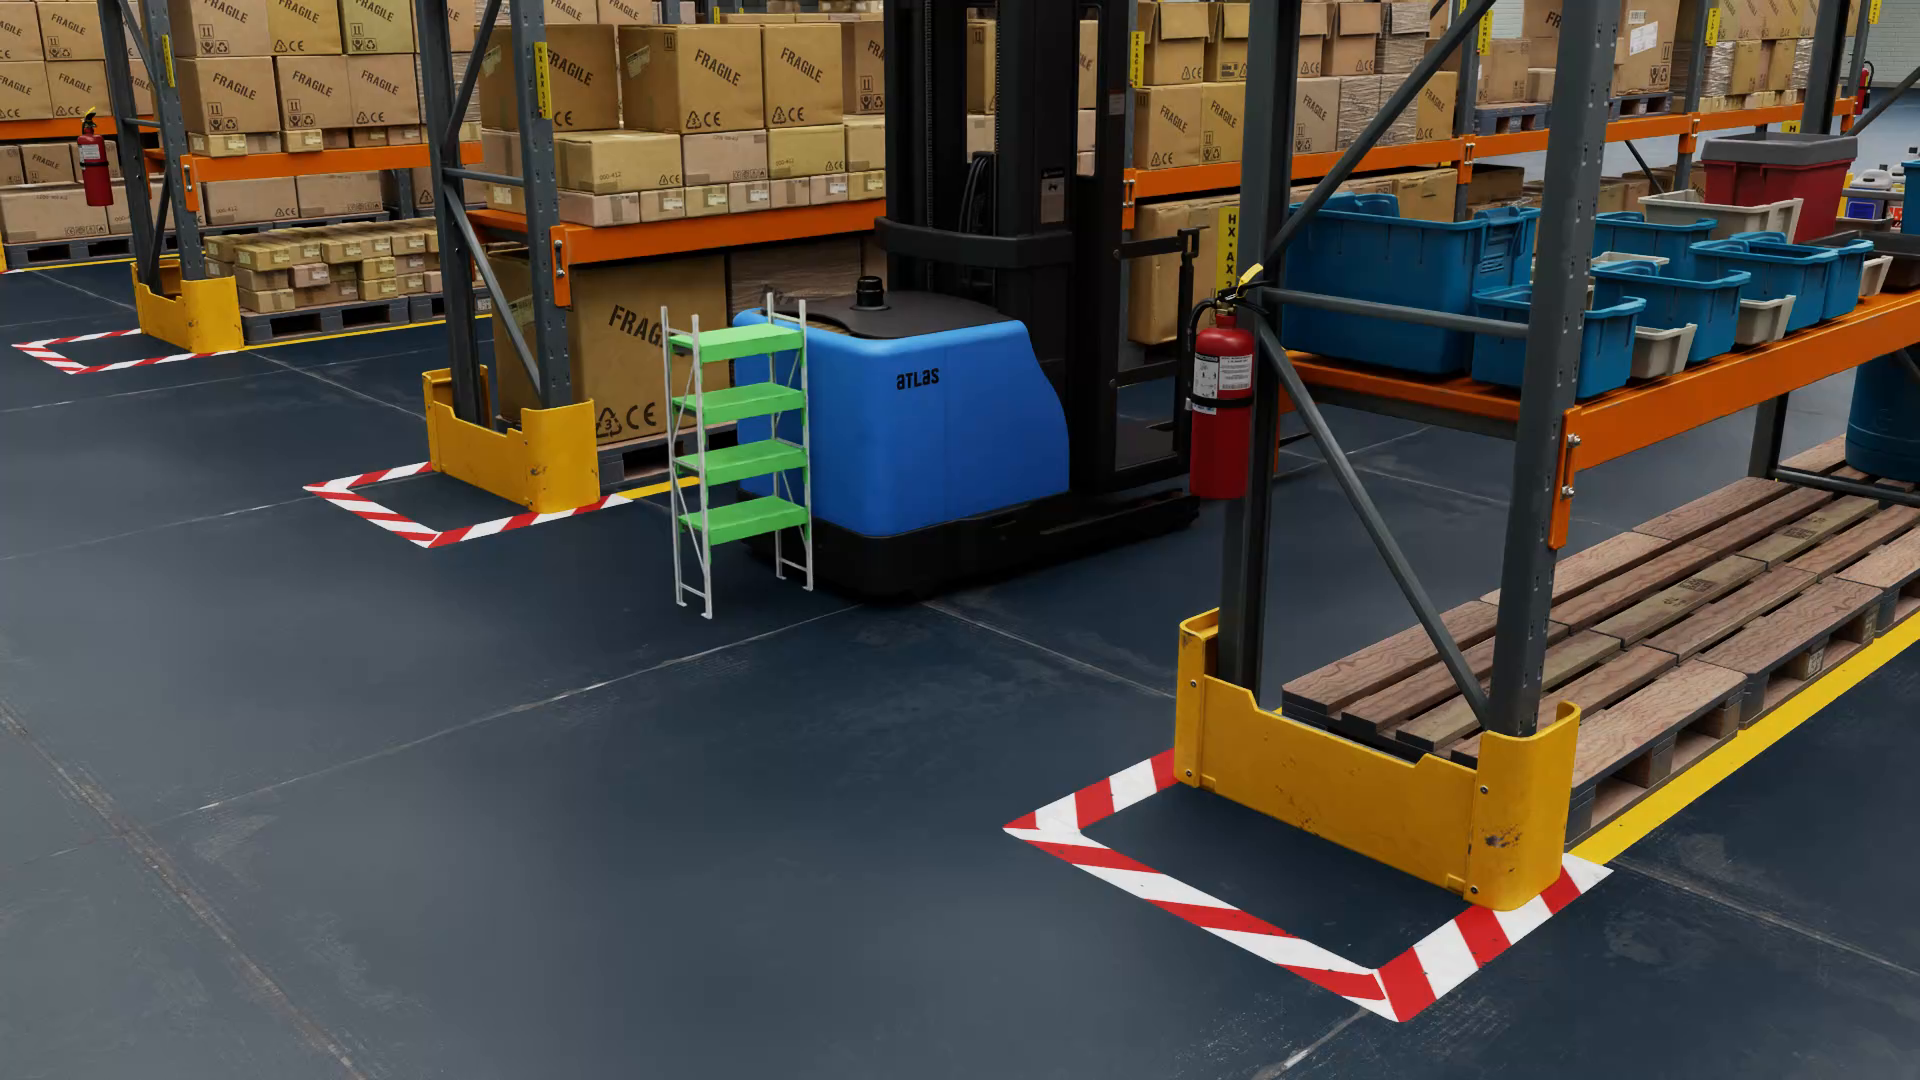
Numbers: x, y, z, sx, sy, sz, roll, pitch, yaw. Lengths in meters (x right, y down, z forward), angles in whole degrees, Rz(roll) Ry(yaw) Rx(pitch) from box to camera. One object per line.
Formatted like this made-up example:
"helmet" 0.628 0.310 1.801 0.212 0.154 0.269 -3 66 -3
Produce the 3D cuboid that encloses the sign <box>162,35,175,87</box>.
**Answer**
"sign" -5.188 -3.137 10.892 0.005 0.325 0.100 -16 24 -41

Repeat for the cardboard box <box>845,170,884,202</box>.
"cardboard box" -0.625 -1.922 8.955 0.250 0.149 0.380 -17 25 -42

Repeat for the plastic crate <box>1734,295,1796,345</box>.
"plastic crate" 2.365 -0.678 5.044 0.298 0.136 0.250 -16 24 -41

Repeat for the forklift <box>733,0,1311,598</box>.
"forklift" 0.475 -1.521 7.423 3.031 2.935 1.130 -15 23 -38

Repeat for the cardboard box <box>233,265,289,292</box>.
"cardboard box" -5.003 -1.885 11.894 0.250 0.149 0.380 -15 23 -39

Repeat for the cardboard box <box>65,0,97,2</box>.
"cardboard box" -7.999 -4.940 15.022 0.380 0.149 0.250 17 25 42

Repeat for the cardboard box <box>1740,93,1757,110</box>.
"cardboard box" 7.594 -4.323 16.362 0.250 0.149 0.380 -16 24 -41

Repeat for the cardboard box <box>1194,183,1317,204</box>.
"cardboard box" 1.780 -2.080 11.800 1.225 0.875 0.875 17 24 42

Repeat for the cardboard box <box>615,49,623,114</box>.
"cardboard box" -2.811 -3.717 13.442 0.500 0.500 0.500 -16 24 -41

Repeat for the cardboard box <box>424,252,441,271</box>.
"cardboard box" -4.091 -2.176 12.793 0.250 0.149 0.380 -15 23 -38

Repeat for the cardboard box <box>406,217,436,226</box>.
"cardboard box" -4.200 -2.469 13.212 0.250 0.149 0.380 -16 24 -41

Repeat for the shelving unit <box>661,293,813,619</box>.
"shelving unit" -0.872 -0.340 6.585 0.503 1.200 0.258 -15 23 -38

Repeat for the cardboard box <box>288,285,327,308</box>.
"cardboard box" -4.826 -1.803 12.124 0.250 0.149 0.380 -16 24 -41

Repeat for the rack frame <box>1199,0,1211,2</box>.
"rack frame" 3.159 -5.389 19.243 0.127 3.000 1.000 -16 24 -41

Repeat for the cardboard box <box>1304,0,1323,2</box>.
"cardboard box" 3.770 -6.187 19.711 0.550 0.550 0.875 -16 24 -41

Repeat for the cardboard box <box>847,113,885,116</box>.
"cardboard box" -0.578 -2.375 9.708 0.500 0.250 0.500 -16 24 -39

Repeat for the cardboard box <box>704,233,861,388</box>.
"cardboard box" -1.155 -1.249 9.237 0.875 0.875 0.875 -16 24 -41

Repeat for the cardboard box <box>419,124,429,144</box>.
"cardboard box" -4.001 -3.064 12.479 0.250 0.149 0.380 -15 23 -39

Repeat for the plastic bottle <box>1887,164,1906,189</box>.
"plastic bottle" 4.413 -1.625 7.836 0.135 0.276 0.152 -16 24 -41

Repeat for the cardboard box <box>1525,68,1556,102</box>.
"cardboard box" 4.963 -3.841 14.029 0.500 0.250 0.500 17 25 42

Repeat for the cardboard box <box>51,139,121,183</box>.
"cardboard box" -10.536 -4.557 20.049 0.700 0.500 0.500 17 24 42

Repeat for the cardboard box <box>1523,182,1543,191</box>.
"cardboard box" 5.267 -2.936 15.015 0.700 0.500 0.500 15 23 39

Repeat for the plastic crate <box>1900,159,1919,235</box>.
"plastic crate" 3.978 -1.297 6.549 0.575 0.384 0.392 -16 24 -41

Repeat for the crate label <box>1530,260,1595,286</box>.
"crate label" 2.051 -0.843 5.551 0.243 0.136 0.396 -16 24 -41

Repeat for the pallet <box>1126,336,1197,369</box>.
"pallet" 1.189 -1.415 11.507 1.213 0.211 1.003 -16 24 -41

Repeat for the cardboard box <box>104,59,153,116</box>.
"cardboard box" -7.758 -4.236 15.526 0.500 0.500 0.500 -16 24 -41

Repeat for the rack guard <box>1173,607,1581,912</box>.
"rack guard" 1.168 0.594 4.844 0.348 0.500 1.175 -16 24 -41

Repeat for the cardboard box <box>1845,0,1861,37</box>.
"cardboard box" 9.170 -5.597 17.617 0.500 0.500 0.500 -16 24 -41

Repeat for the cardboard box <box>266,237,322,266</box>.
"cardboard box" -4.829 -2.093 12.055 0.250 0.149 0.380 -16 24 -40

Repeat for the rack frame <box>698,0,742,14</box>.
"rack frame" -3.728 -7.589 26.027 0.127 3.000 1.000 -16 24 -41

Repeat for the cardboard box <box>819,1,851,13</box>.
"cardboard box" -1.619 -6.901 21.528 0.250 0.149 0.380 -15 23 -38

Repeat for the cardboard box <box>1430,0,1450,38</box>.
"cardboard box" 5.769 -6.752 21.452 0.550 0.550 0.875 -16 24 -41

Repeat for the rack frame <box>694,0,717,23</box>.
"rack frame" -3.222 -5.630 19.984 0.127 3.000 1.000 -16 24 -41

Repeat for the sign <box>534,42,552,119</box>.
"sign" -1.849 -2.037 7.373 0.005 0.325 0.100 -16 24 -41

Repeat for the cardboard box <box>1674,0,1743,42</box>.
"cardboard box" 6.995 -4.959 15.652 0.500 0.500 0.500 -16 24 -41

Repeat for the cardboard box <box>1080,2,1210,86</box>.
"cardboard box" 1.139 -3.223 10.773 0.637 0.503 0.797 -17 25 -42

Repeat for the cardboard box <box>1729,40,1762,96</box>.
"cardboard box" 7.250 -4.625 16.241 0.500 0.500 0.875 -16 24 -41

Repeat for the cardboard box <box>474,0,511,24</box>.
"cardboard box" -3.563 -3.983 12.639 0.500 0.500 0.500 -15 24 -39

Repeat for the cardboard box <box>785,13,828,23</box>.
"cardboard box" -1.981 -6.288 20.689 0.500 0.500 0.500 -16 24 -40

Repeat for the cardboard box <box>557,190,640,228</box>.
"cardboard box" -1.741 -1.595 7.949 0.250 0.149 0.380 -16 24 -40

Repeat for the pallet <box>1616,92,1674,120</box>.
"pallet" 5.838 -4.036 15.379 1.213 0.211 1.003 -16 24 -41

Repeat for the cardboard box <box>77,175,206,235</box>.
"cardboard box" -7.965 -3.273 16.191 0.875 0.438 0.875 -15 24 -39

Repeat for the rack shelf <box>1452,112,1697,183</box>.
"rack shelf" 5.040 -3.490 14.553 4.000 0.370 1.077 -16 24 -41

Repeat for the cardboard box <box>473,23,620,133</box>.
"cardboard box" -2.053 -2.303 8.268 0.500 0.500 0.500 -16 24 -40

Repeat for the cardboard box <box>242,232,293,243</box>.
"cardboard box" -5.128 -2.182 12.329 0.250 0.149 0.380 -16 24 -40

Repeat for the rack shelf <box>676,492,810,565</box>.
"rack shelf" -0.872 -0.051 6.679 0.480 0.148 0.258 -15 23 -38

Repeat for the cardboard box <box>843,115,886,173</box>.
"cardboard box" -0.576 -2.154 9.025 0.500 0.250 0.500 -17 24 -42

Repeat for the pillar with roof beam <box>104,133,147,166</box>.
"pillar with roof beam" -7.709 -7.837 17.066 0.400 9.000 9.100 -16 24 -41

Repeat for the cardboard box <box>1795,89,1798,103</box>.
"cardboard box" 8.437 -4.609 17.245 0.250 0.149 0.380 -16 24 -41
